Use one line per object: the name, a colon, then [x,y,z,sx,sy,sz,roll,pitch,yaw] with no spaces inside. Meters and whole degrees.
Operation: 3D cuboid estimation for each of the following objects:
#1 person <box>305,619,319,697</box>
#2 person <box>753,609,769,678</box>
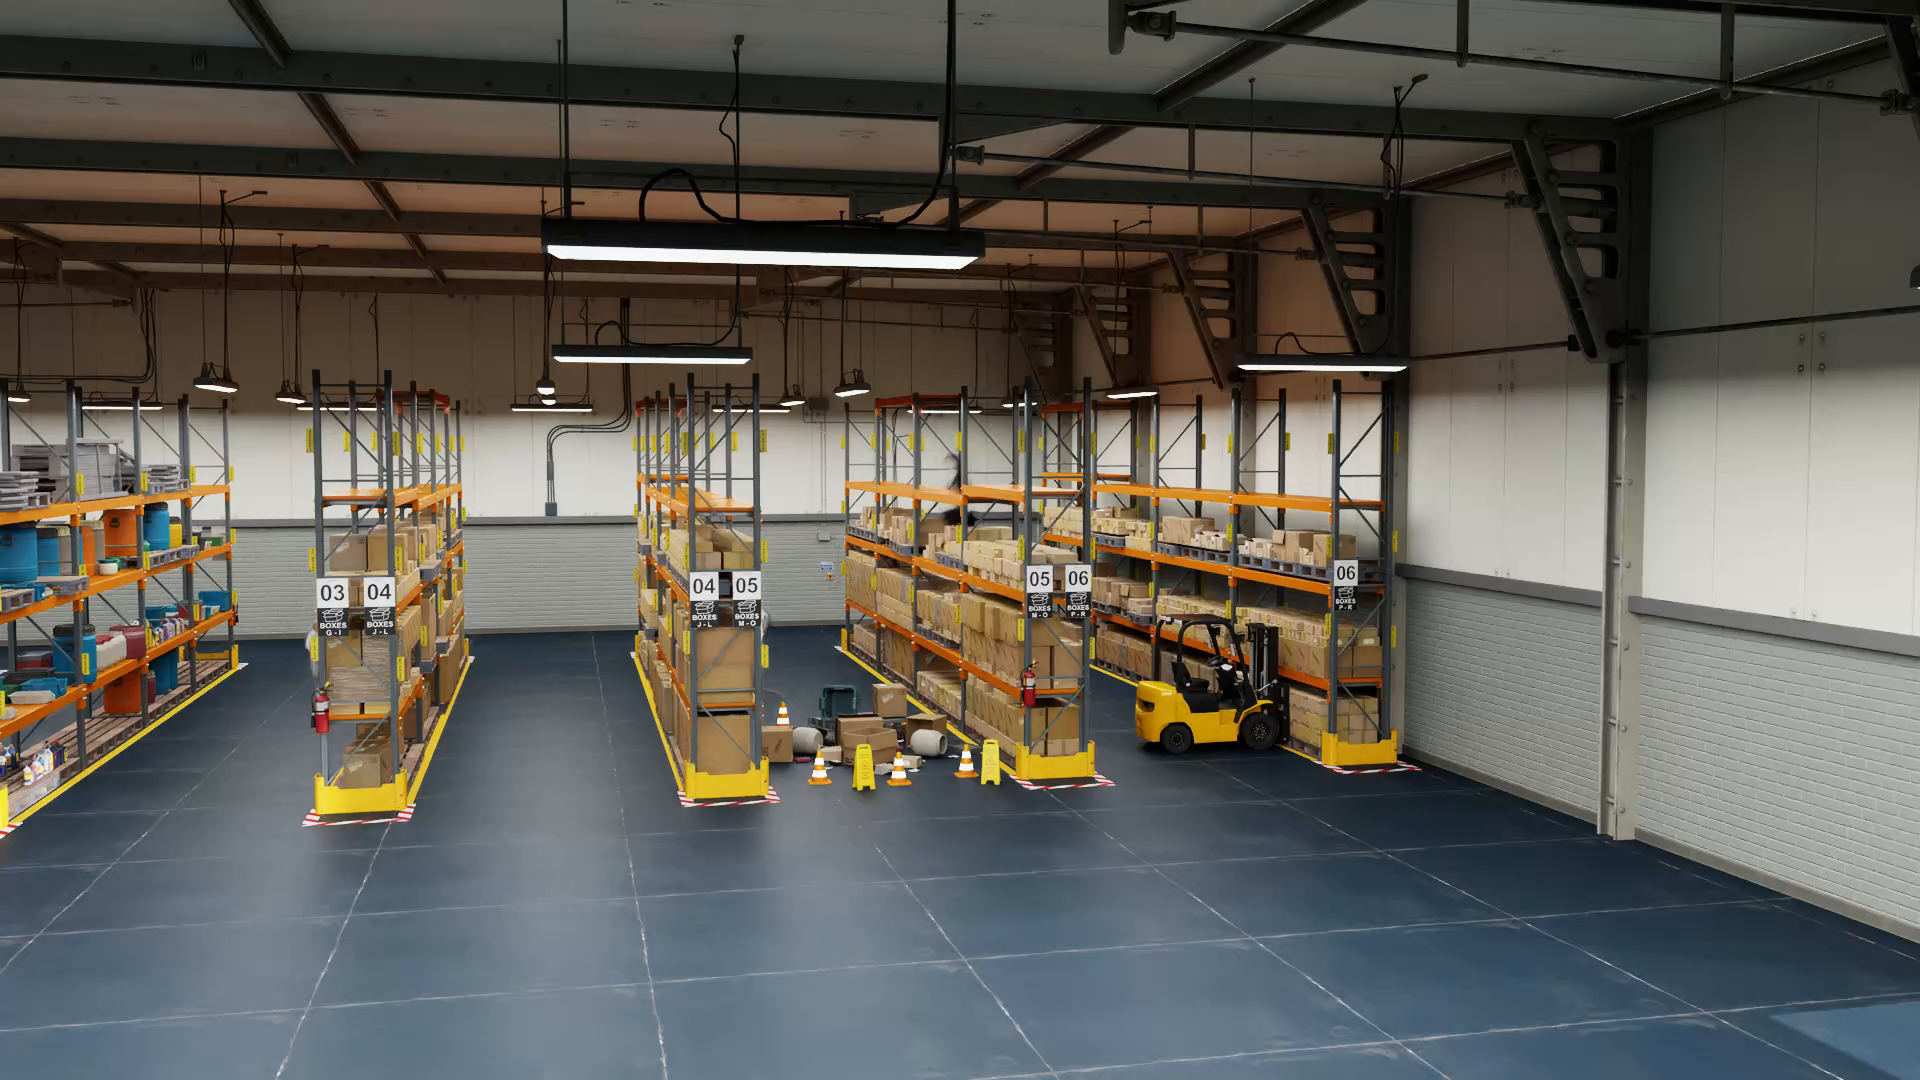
person: [-12.512,2.324,32.469,0.510,1.570,0.636,-1,3,-11]
person: [-4.392,2.098,35.373,0.651,1.781,0.951,-1,3,-13]
